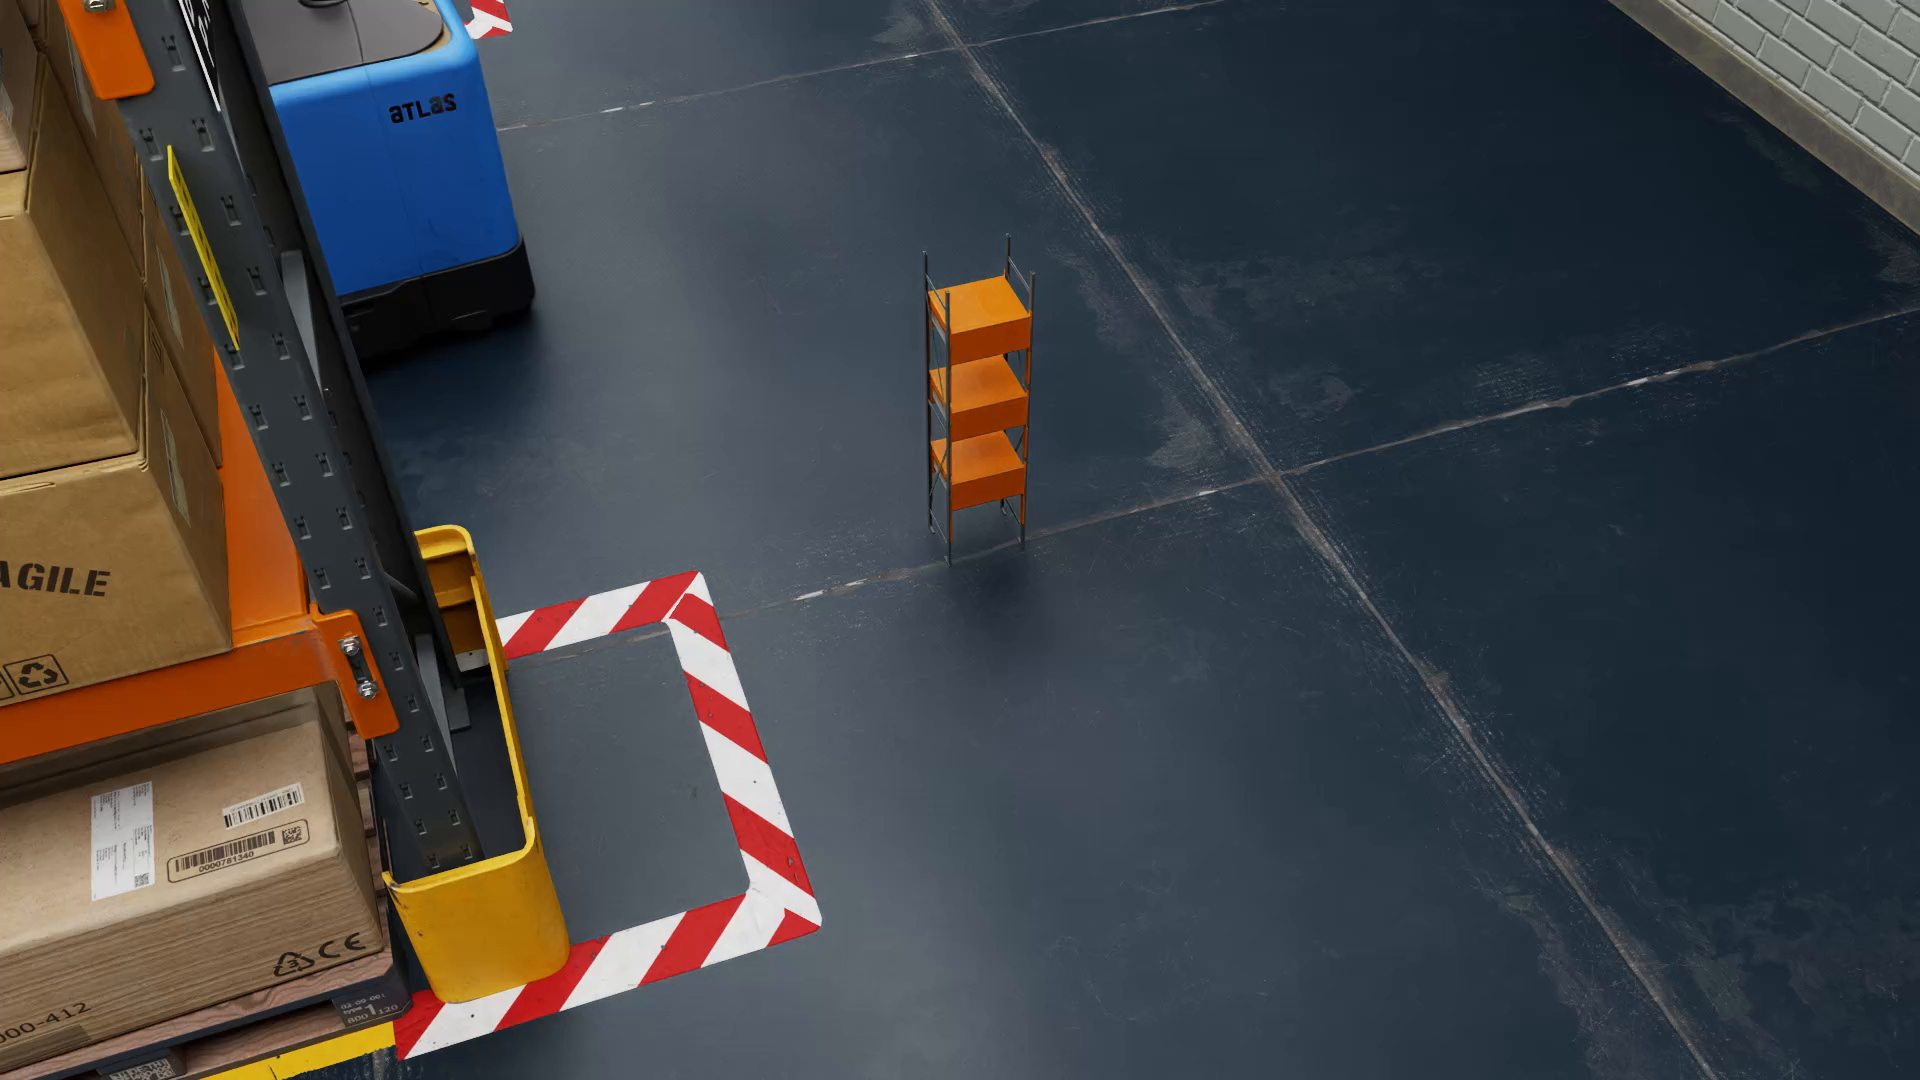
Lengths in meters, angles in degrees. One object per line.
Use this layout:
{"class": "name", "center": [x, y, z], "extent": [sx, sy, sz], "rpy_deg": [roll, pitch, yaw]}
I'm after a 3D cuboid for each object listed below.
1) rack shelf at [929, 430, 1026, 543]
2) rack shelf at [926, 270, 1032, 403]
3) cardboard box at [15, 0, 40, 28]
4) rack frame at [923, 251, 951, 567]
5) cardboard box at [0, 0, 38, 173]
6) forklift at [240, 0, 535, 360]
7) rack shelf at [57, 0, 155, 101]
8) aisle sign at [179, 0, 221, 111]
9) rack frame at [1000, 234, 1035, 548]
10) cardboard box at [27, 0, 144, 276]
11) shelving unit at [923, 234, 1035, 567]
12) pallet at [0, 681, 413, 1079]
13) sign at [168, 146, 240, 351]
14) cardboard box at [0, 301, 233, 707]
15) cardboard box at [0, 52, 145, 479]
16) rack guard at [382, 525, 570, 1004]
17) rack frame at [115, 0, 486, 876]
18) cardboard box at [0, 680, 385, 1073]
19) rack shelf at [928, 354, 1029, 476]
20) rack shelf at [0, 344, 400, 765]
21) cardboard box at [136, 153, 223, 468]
{"class": "rack shelf", "center": [0.050, -0.180, 5.095], "extent": [0.240, 0.259, 0.215], "rpy_deg": [-14, 47, -14]}
{"class": "rack shelf", "center": [0.050, -0.576, 4.697], "extent": [0.240, 0.259, 0.215], "rpy_deg": [-14, 47, -14]}
{"class": "cardboard box", "center": [-1.779, -1.041, 2.935], "extent": [0.250, 0.149, 0.380], "rpy_deg": [-13, 47, -13]}
{"class": "rack frame", "center": [-0.064, -0.354, 4.862], "extent": [0.008, 1.050, 0.200], "rpy_deg": [-14, 47, -14]}
{"class": "cardboard box", "center": [-1.620, -0.722, 2.617], "extent": [0.250, 0.149, 0.380], "rpy_deg": [-14, 47, -13]}
{"class": "forklift", "center": [-3.099, -1.705, 4.880], "extent": [3.031, 2.935, 1.130], "rpy_deg": [-19, 48, -18]}
{"class": "rack shelf", "center": [-3.232, -0.648, 2.169], "extent": [4.000, 0.370, 1.077], "rpy_deg": [-14, 47, -14]}
{"class": "aisle sign", "center": [-1.178, -1.053, 2.346], "extent": [0.004, 0.787, 0.394], "rpy_deg": [-14, 47, -14]}
{"class": "rack frame", "center": [0.165, -0.413, 4.920], "extent": [0.008, 1.050, 0.200], "rpy_deg": [-14, 47, -14]}
{"class": "cardboard box", "center": [-1.899, -0.787, 3.140], "extent": [0.500, 0.500, 0.500], "rpy_deg": [-15, 47, -15]}
{"class": "shelving unit", "center": [0.050, -0.383, 4.891], "extent": [0.252, 1.050, 0.215], "rpy_deg": [-14, 47, -14]}
{"class": "pallet", "center": [-2.076, 0.904, 4.200], "extent": [1.213, 0.211, 1.003], "rpy_deg": [-14, 47, -14]}
{"class": "sign", "center": [-1.180, -0.452, 2.598], "extent": [0.005, 0.325, 0.100], "rpy_deg": [-14, 47, -14]}
{"class": "cardboard box", "center": [-1.715, -0.067, 3.129], "extent": [0.500, 0.500, 0.500], "rpy_deg": [-14, 47, -14]}
{"class": "cardboard box", "center": [-1.723, -0.438, 2.792], "extent": [0.500, 0.500, 0.500], "rpy_deg": [-13, 47, -13]}
{"class": "rack guard", "center": [-1.328, 0.552, 4.347], "extent": [0.348, 0.500, 1.175], "rpy_deg": [-14, 47, -14]}
{"class": "rack frame", "center": [-1.351, -0.324, 3.456], "extent": [0.127, 3.000, 1.000], "rpy_deg": [-14, 47, -14]}
{"class": "cardboard box", "center": [-1.938, 0.657, 3.990], "extent": [0.875, 0.438, 0.875], "rpy_deg": [-16, 47, -15]}
{"class": "rack shelf", "center": [0.050, -0.376, 4.898], "extent": [0.240, 0.259, 0.215], "rpy_deg": [-14, 47, -14]}
{"class": "rack shelf", "center": [-3.232, 0.411, 3.231], "extent": [4.000, 0.370, 1.077], "rpy_deg": [-14, 47, -14]}
{"class": "cardboard box", "center": [-1.900, -0.436, 3.496], "extent": [0.500, 0.500, 0.500], "rpy_deg": [-15, 47, -14]}
